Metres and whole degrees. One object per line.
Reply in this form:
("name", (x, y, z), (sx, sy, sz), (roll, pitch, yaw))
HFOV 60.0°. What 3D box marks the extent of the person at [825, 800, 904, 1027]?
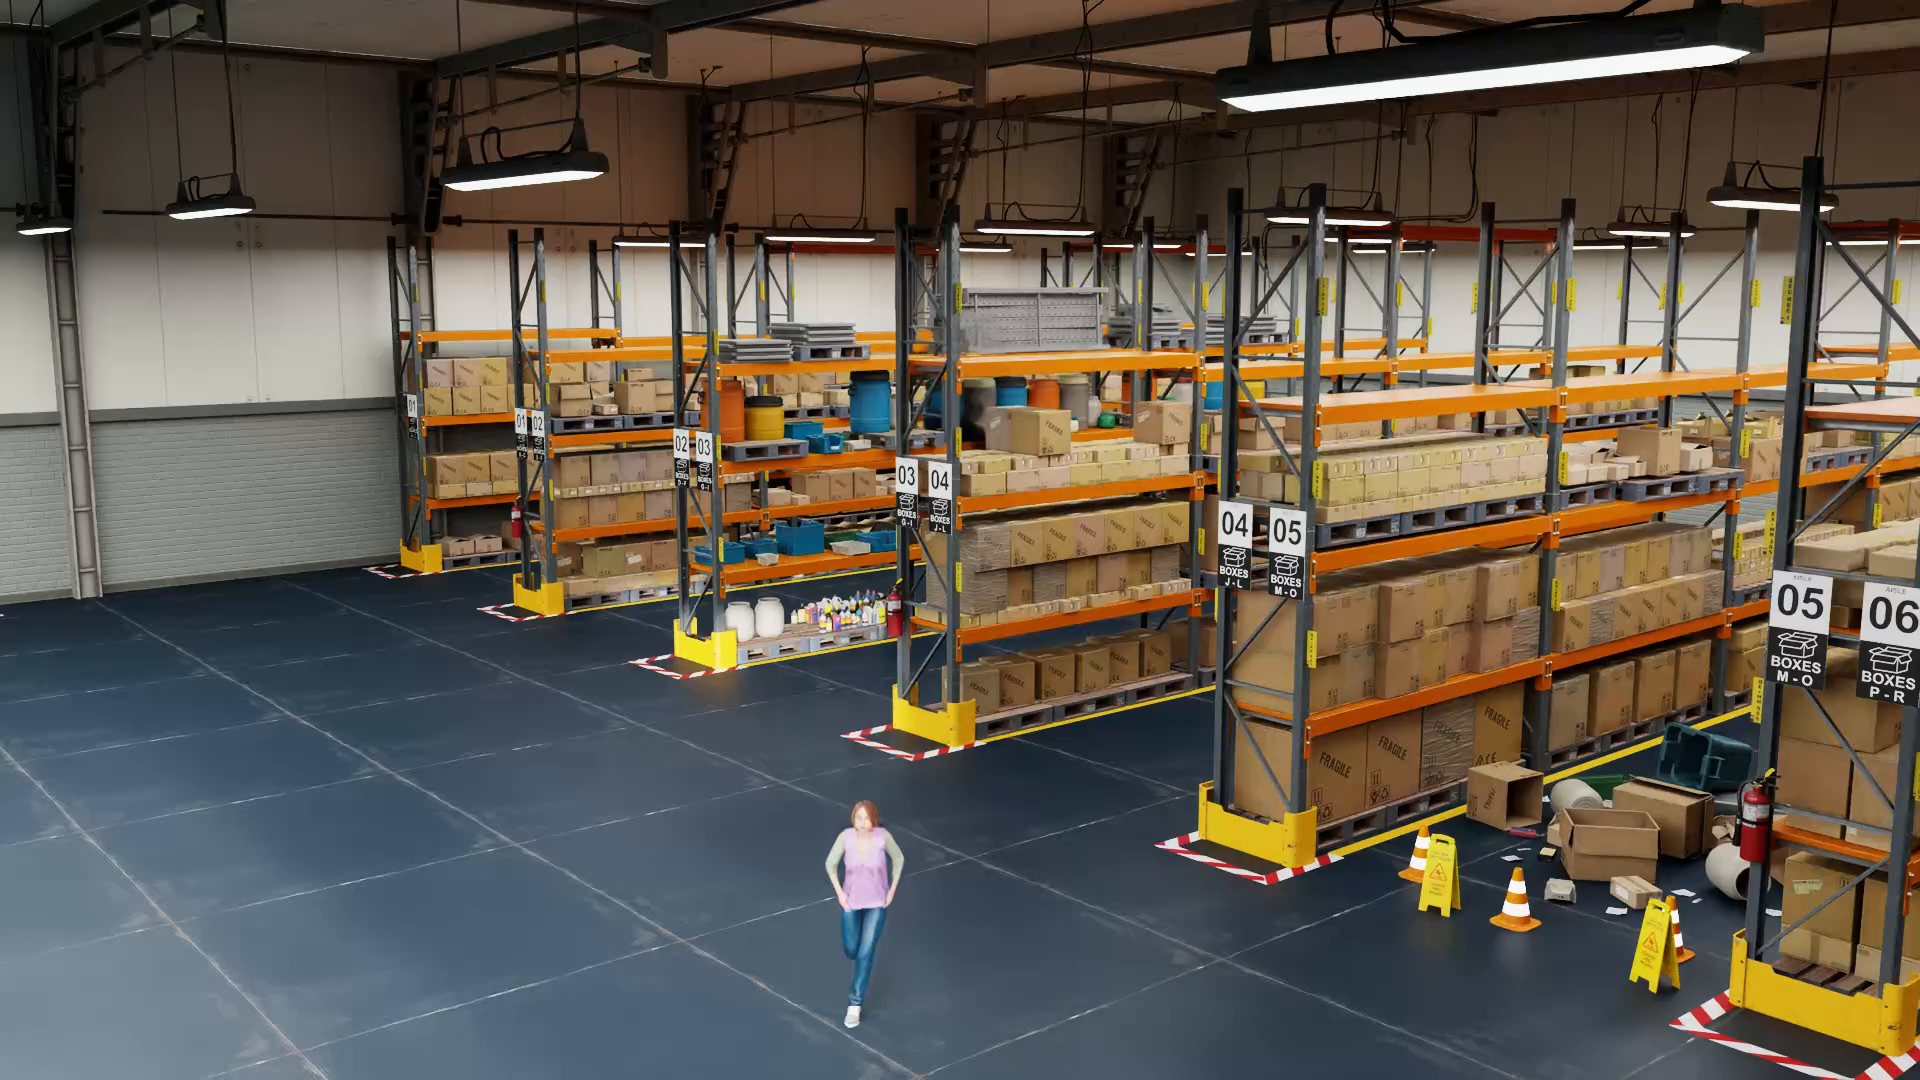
("person", (-0.681, 2.595, 11.914), (0.566, 1.582, 0.745), (0, 9, 2))
